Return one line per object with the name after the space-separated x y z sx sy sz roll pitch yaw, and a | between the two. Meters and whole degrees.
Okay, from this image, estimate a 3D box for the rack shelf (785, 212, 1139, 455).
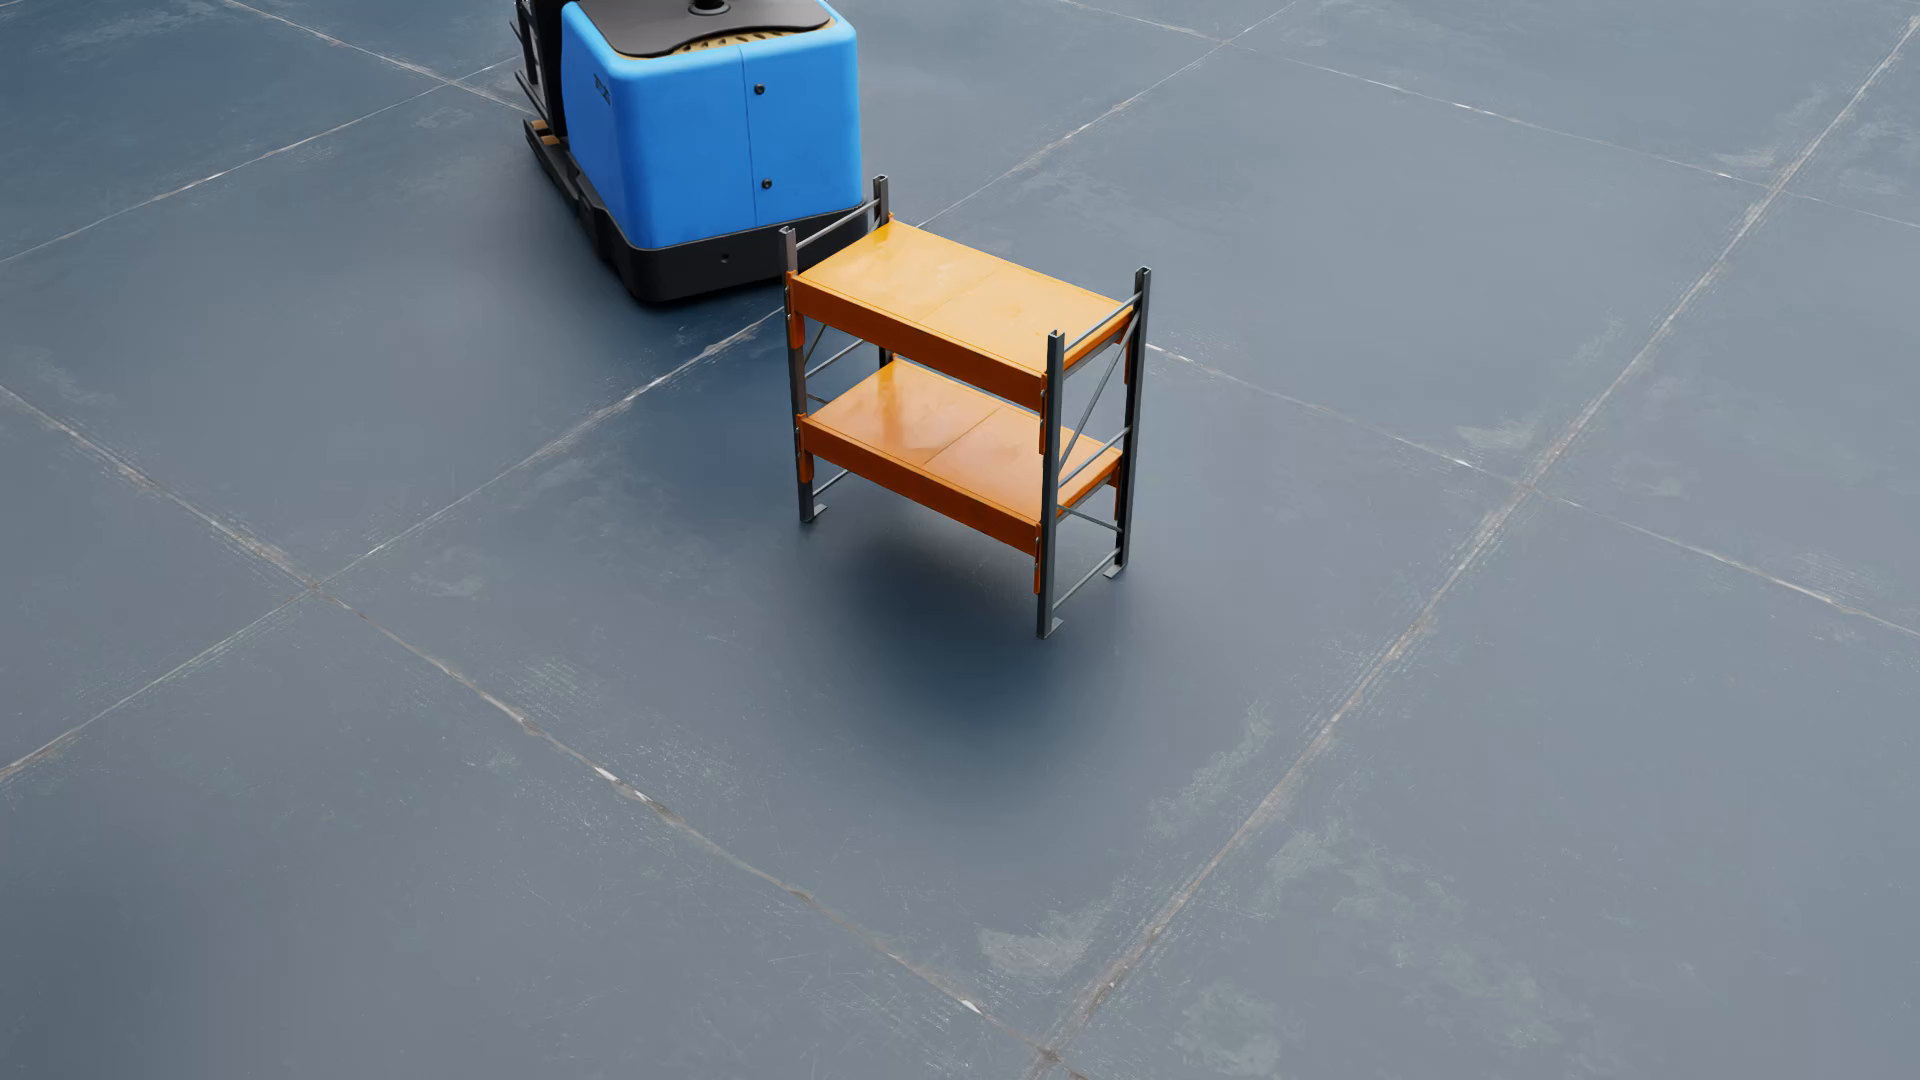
0.005 -0.671 5.220 1.000 0.278 0.538 25 45 29 | rack shelf

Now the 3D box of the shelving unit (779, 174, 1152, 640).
0.005 -0.440 5.400 1.048 1.125 0.538 25 45 29 | shelving unit

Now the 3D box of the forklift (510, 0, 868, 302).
-1.482 -3.044 7.261 1.130 2.935 3.031 -16 41 -20 | forklift

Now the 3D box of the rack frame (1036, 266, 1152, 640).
0.409 -0.250 5.157 0.032 1.125 0.500 25 45 29 | rack frame

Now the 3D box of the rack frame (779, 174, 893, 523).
-0.398 -0.631 5.643 0.032 1.125 0.500 25 45 29 | rack frame

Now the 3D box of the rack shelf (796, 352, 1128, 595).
0.005 -0.248 5.551 1.000 0.278 0.538 25 45 29 | rack shelf
